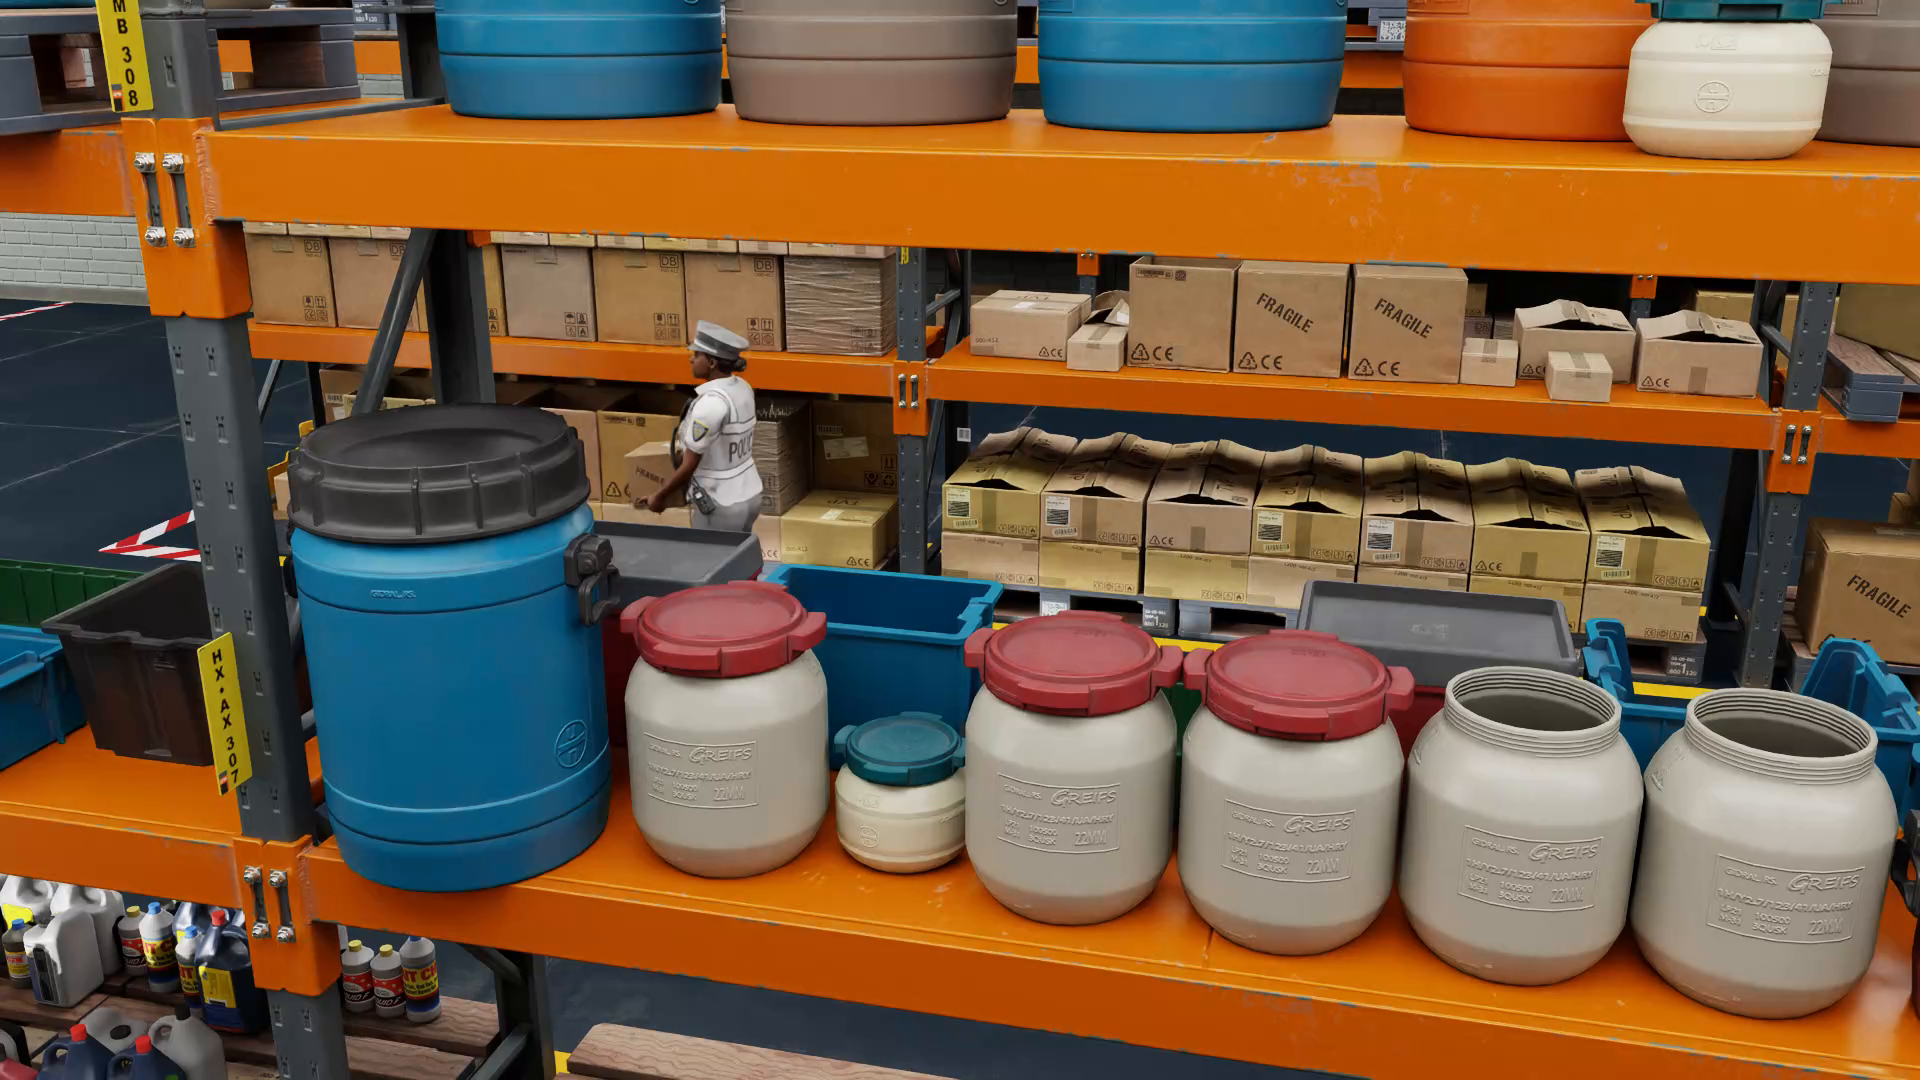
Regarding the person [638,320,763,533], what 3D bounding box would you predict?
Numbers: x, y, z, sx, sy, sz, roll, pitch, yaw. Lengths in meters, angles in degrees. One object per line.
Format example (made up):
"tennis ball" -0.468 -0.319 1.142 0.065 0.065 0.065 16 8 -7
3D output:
"person" -1.158 -0.160 7.507 0.520 1.692 0.435 4 19 13
